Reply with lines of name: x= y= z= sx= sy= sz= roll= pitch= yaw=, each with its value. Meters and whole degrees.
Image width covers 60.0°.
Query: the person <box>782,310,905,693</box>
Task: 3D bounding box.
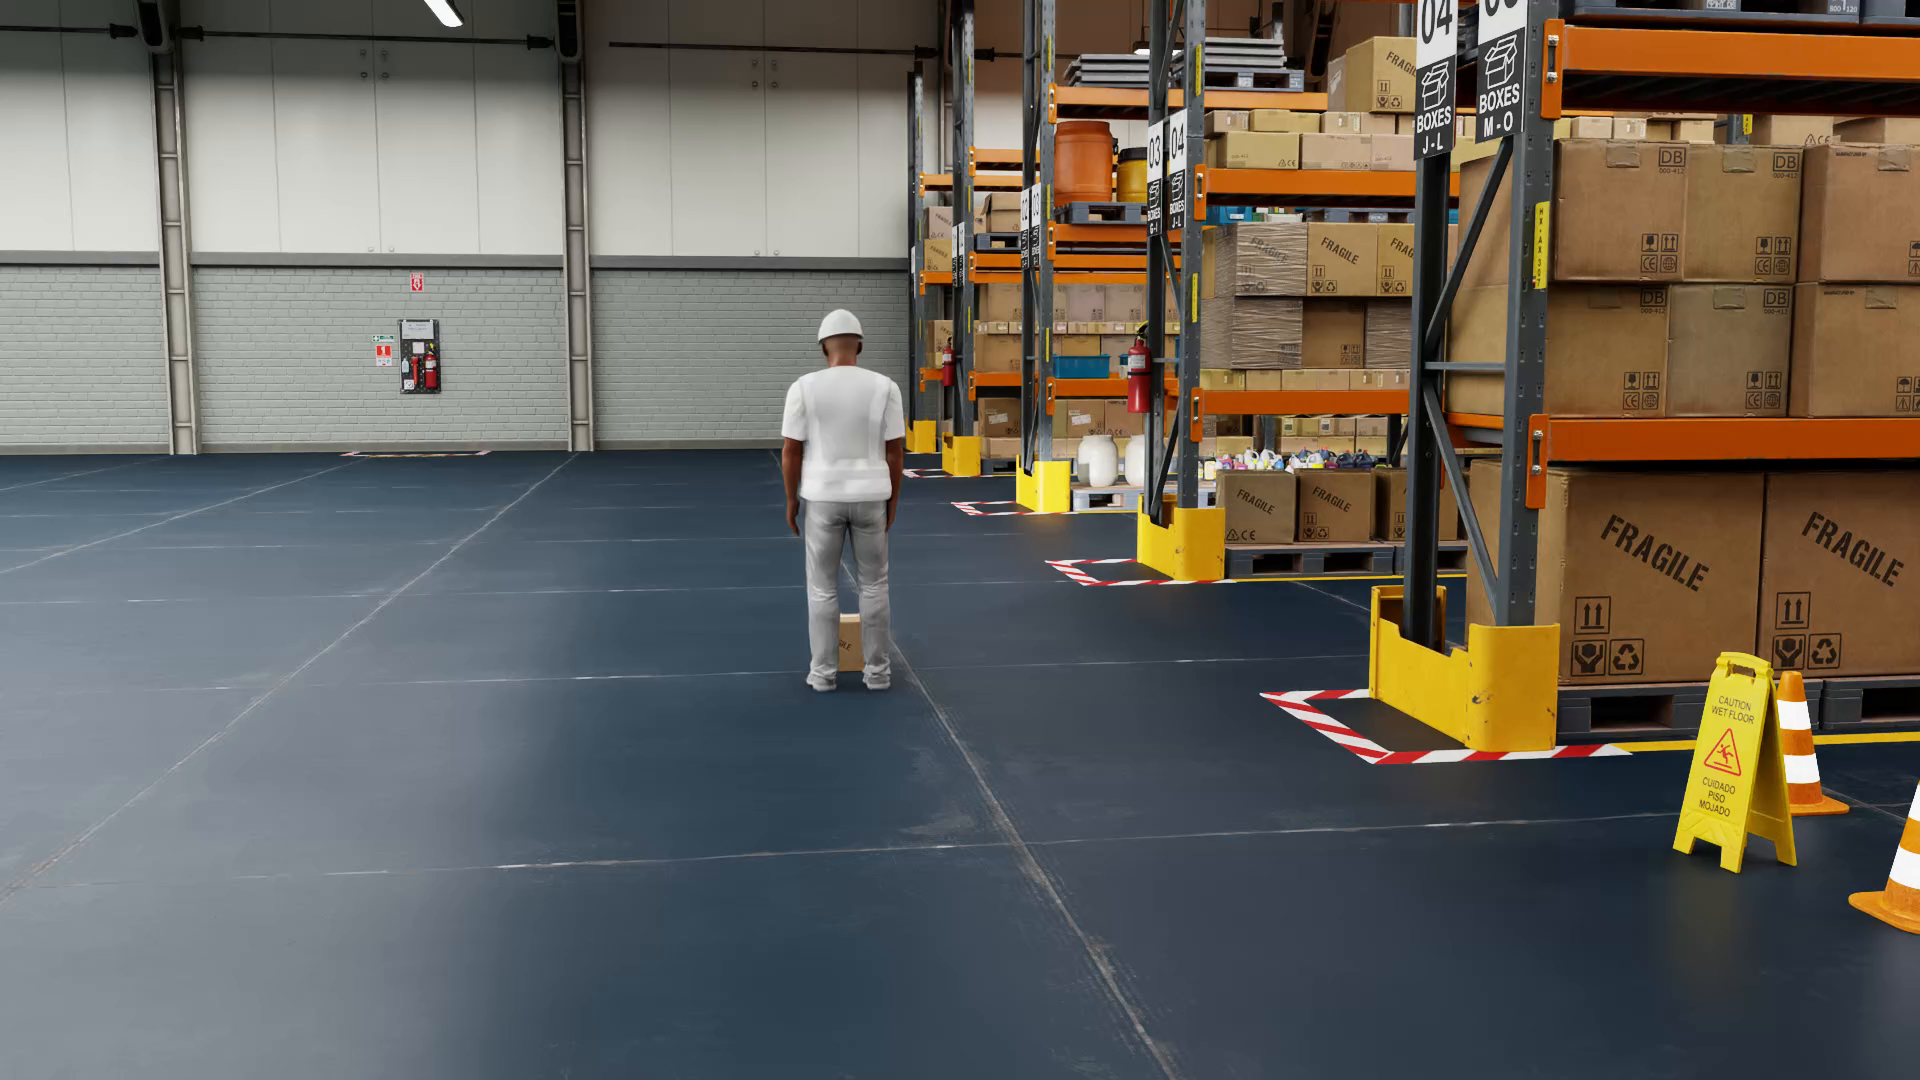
person: x=-0.543 y=-0.183 z=7.735 sx=0.566 sy=1.762 sz=0.364 roll=-1 pitch=6 yaw=-8
